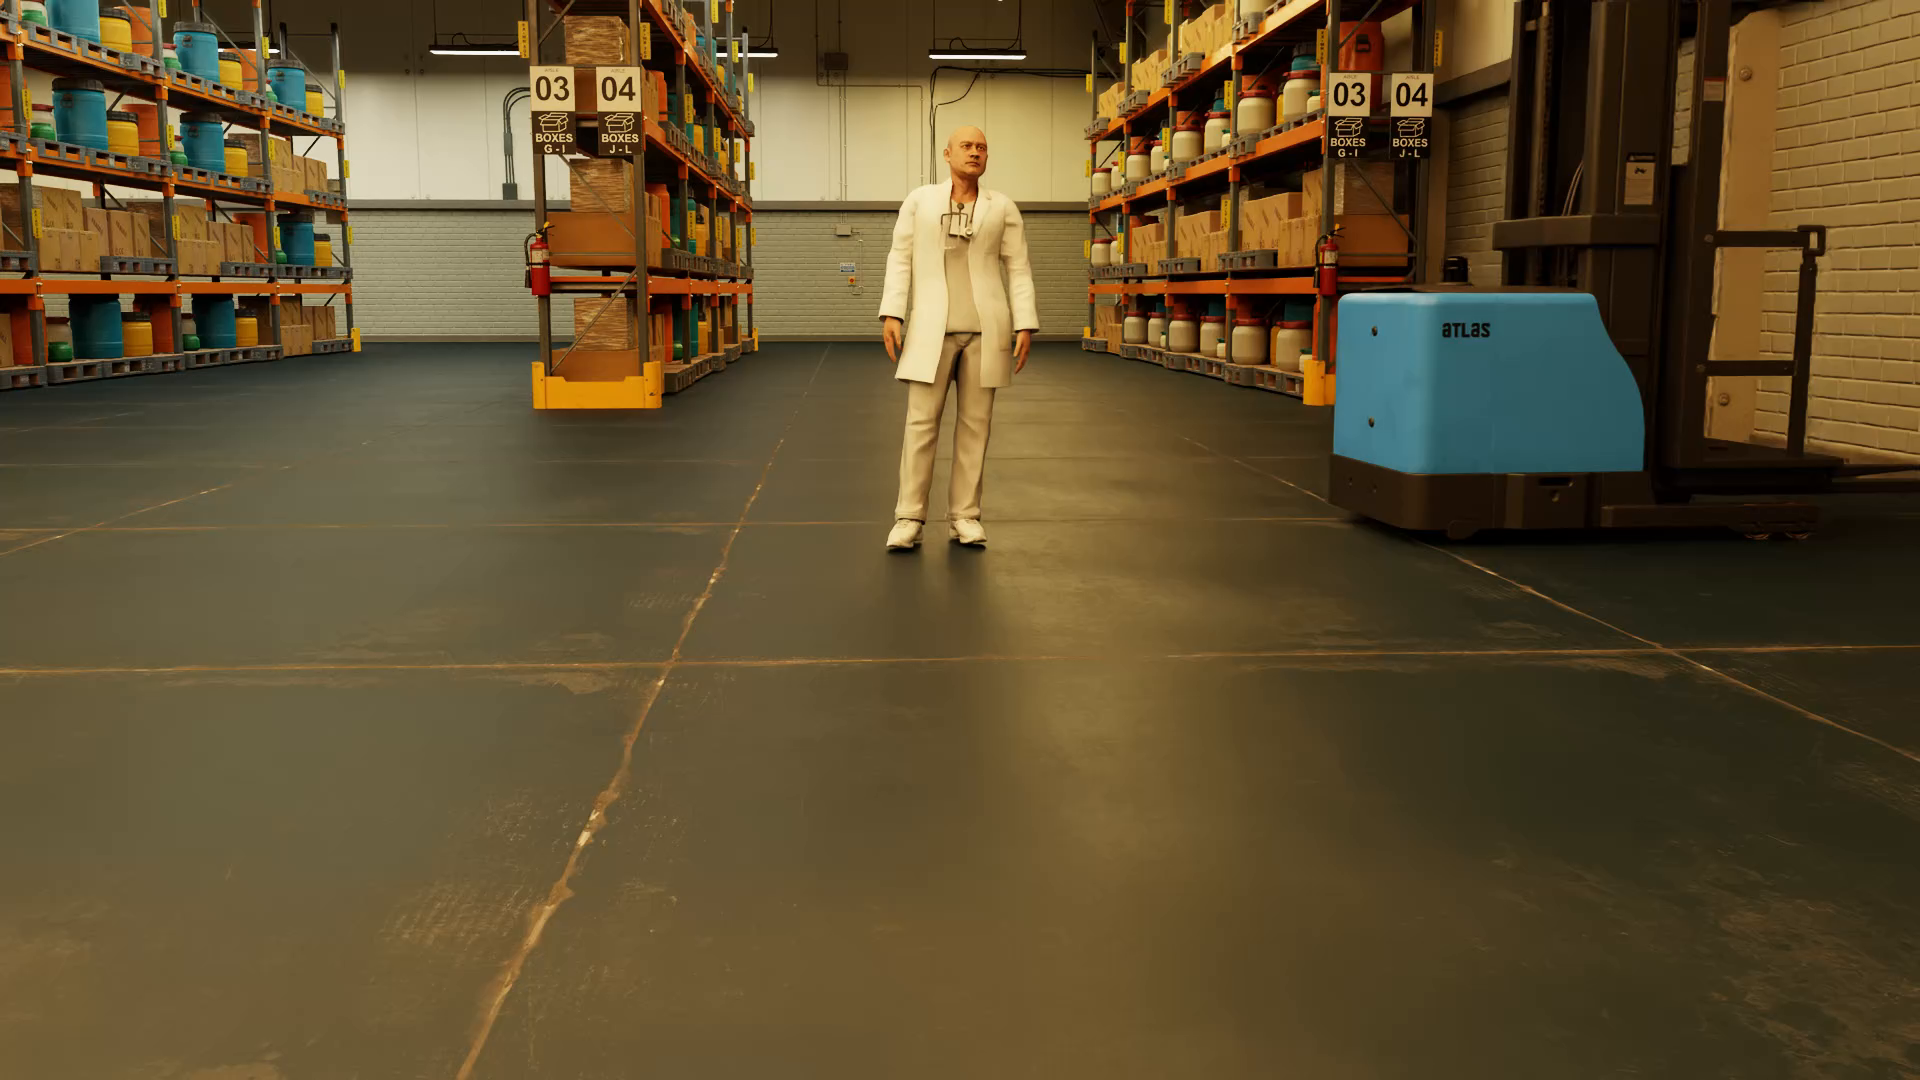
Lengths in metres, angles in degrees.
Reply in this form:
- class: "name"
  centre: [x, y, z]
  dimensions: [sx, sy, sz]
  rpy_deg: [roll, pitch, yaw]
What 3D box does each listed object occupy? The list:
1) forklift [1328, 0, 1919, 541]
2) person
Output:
- class: "forklift"
  centre: [3.336, -1.522, 7.584]
  dimensions: [3.031, 2.935, 1.130]
  rpy_deg: [-1, 9, -8]
- class: "person"
  centre: [0.001, -0.867, 7.090]
  dimensions: [0.694, 1.763, 0.581]
  rpy_deg: [-1, 8, -4]
